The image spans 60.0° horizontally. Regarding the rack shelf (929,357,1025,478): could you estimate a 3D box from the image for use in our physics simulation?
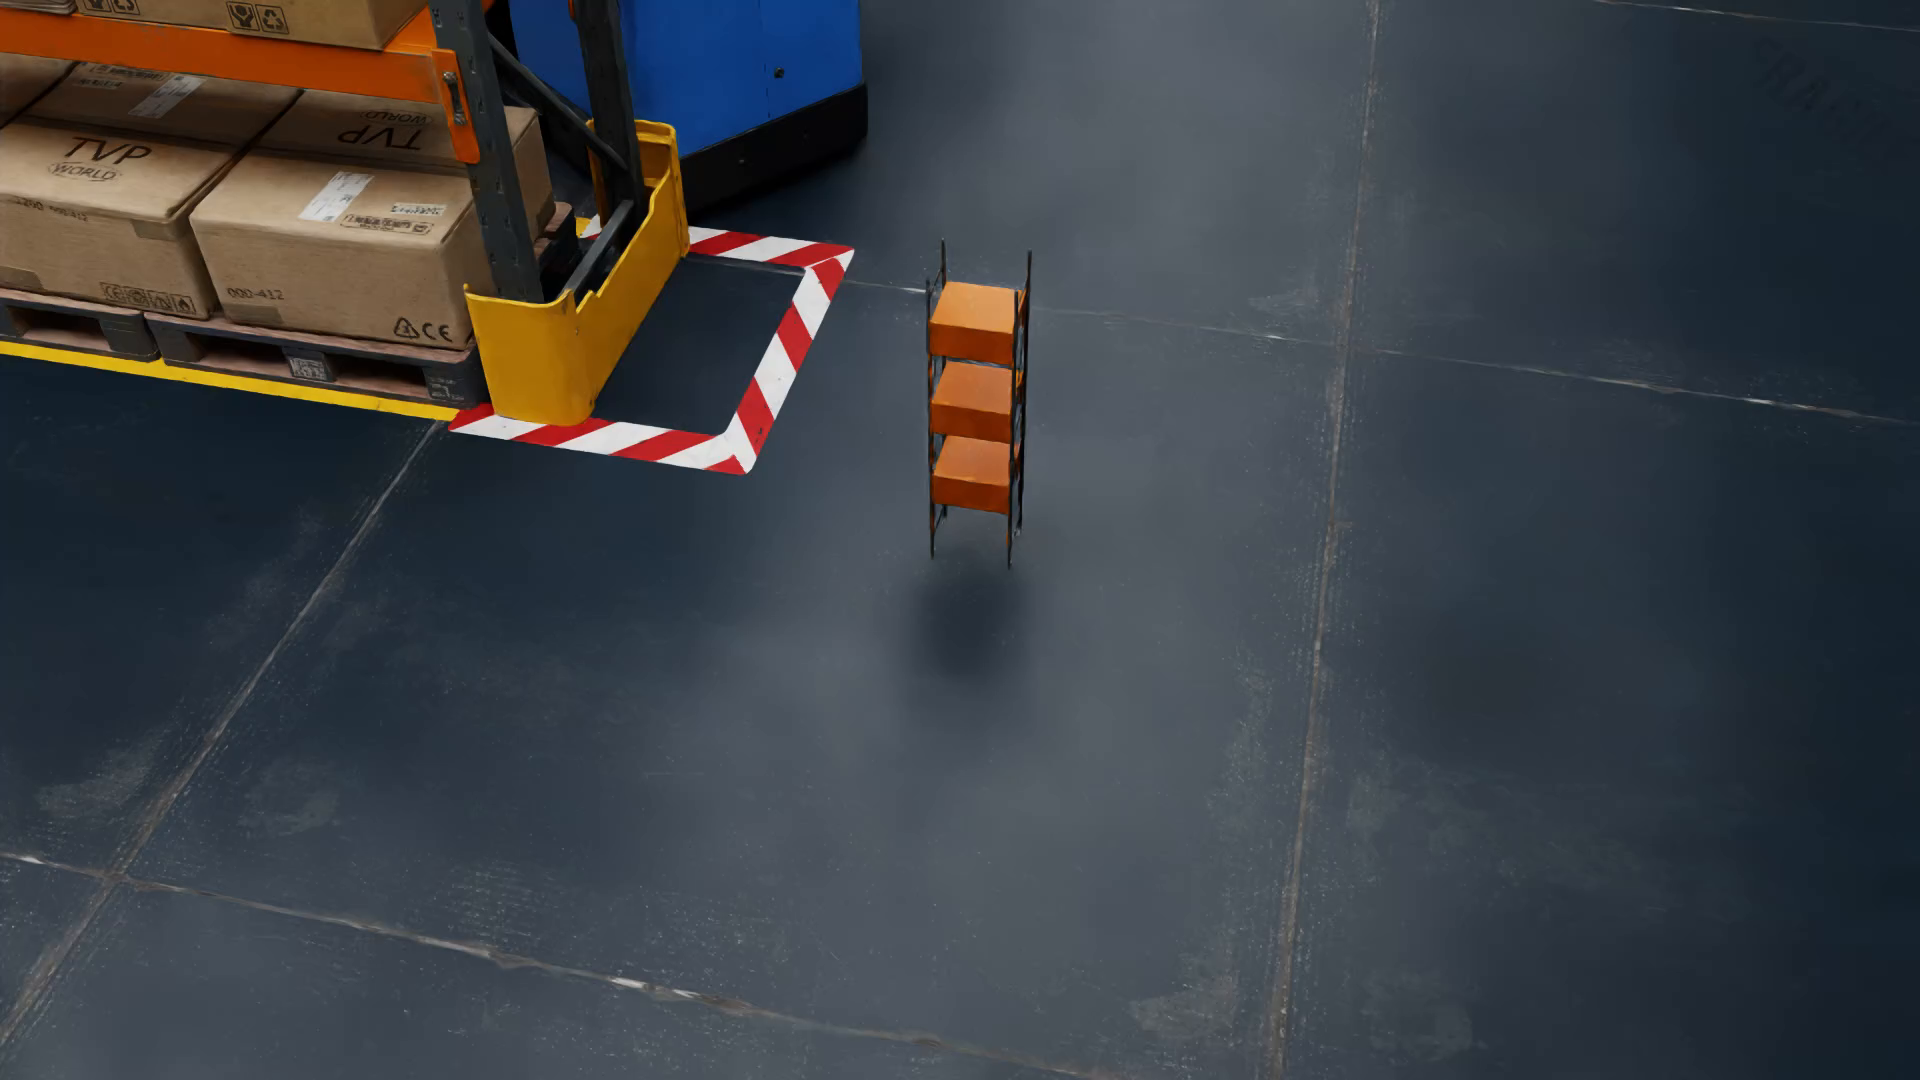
[{"bbox_3d":[0.052,-0.363,4.885,0.240,0.259,0.215,9,45,9],"label":"rack shelf"}]

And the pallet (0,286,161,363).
[{"bbox_3d":[-3.332,-1.131,6.273,1.213,0.211,1.003,9,45,9],"label":"pallet"}]

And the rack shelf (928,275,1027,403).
[{"bbox_3d":[0.052,-0.567,4.688,0.240,0.259,0.215,9,45,9],"label":"rack shelf"}]

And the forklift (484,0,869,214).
[{"bbox_3d":[-1.717,-3.261,6.525,1.130,2.935,3.031,-31,52,-28],"label":"forklift"}]

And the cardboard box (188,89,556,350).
[{"bbox_3d":[-2.014,-1.142,5.818,0.875,0.438,0.875,7,44,8],"label":"cardboard box"}]

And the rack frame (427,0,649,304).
[{"bbox_3d":[-1.348,-1.881,5.041,0.127,3.000,1.000,9,45,9],"label":"rack frame"}]

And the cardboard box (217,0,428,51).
[{"bbox_3d":[-1.876,-1.811,4.896,0.500,0.500,0.500,9,45,9],"label":"cardboard box"}]

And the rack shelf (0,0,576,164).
[{"bbox_3d":[-3.299,-1.925,5.605,4.000,0.370,1.077,9,45,9],"label":"rack shelf"}]

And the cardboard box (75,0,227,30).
[{"bbox_3d":[-2.363,-1.897,4.986,0.500,0.500,0.500,8,44,8],"label":"cardboard box"}]

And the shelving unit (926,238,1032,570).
[{"bbox_3d":[0.052,-0.370,4.877,0.252,1.050,0.215,9,45,9],"label":"shelving unit"}]

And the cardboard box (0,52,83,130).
[{"bbox_3d":[-3.788,-1.412,6.099,0.875,0.438,0.875,8,44,8],"label":"cardboard box"}]

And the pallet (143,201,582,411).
[{"bbox_3d":[-2.145,-0.944,6.079,1.213,0.211,1.003,9,45,9],"label":"pallet"}]

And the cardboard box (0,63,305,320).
[{"bbox_3d":[-2.908,-1.274,5.956,0.875,0.438,0.875,10,45,10],"label":"cardboard box"}]

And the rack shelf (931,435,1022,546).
[{"bbox_3d":[0.052,-0.162,5.078,0.240,0.259,0.215,9,45,9],"label":"rack shelf"}]

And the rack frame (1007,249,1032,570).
[{"bbox_3d":[0.171,-0.352,4.858,0.008,1.050,0.200,9,45,9],"label":"rack frame"}]

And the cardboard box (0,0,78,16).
[{"bbox_3d":[-2.867,-1.968,5.060,0.500,0.500,0.500,10,45,10],"label":"cardboard box"}]

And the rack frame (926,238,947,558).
[{"bbox_3d":[-0.067,-0.389,4.897,0.008,1.050,0.200,9,45,9],"label":"rack frame"}]

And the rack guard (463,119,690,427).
[{"bbox_3d":[-1.324,-0.977,5.904,0.348,0.500,1.175,9,45,9],"label":"rack guard"}]
